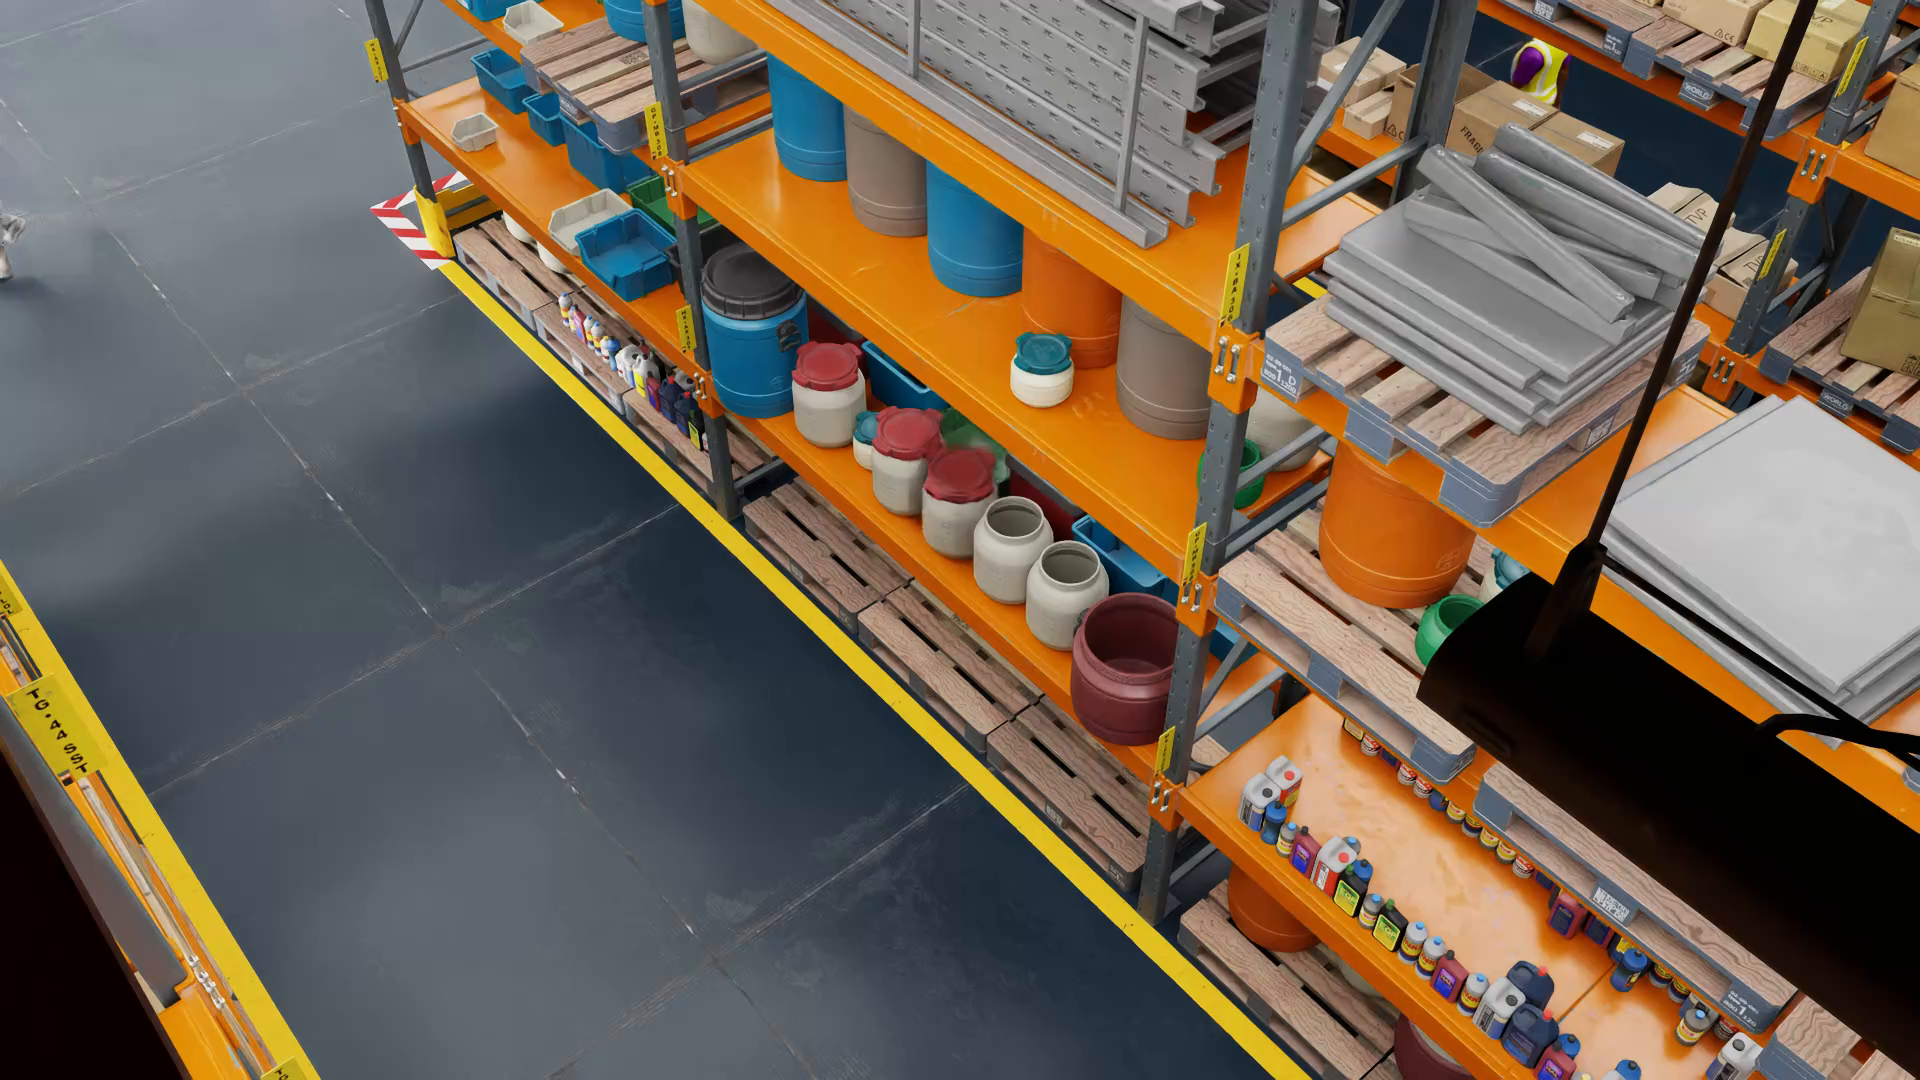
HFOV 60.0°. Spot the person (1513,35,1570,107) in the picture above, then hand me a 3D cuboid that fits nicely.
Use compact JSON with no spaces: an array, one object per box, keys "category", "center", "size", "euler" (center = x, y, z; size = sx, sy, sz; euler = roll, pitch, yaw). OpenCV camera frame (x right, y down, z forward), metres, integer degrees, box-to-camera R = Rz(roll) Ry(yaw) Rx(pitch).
[{"category":"person","center":[4.496,-3.461,13.063],"size":[0.831,1.750,0.625],"euler":[6,47,6]}]

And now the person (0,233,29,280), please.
[{"category":"person","center":[-7.452,-2.582,12.267],"size":[0.591,1.764,0.751],"euler":[9,47,9]}]
